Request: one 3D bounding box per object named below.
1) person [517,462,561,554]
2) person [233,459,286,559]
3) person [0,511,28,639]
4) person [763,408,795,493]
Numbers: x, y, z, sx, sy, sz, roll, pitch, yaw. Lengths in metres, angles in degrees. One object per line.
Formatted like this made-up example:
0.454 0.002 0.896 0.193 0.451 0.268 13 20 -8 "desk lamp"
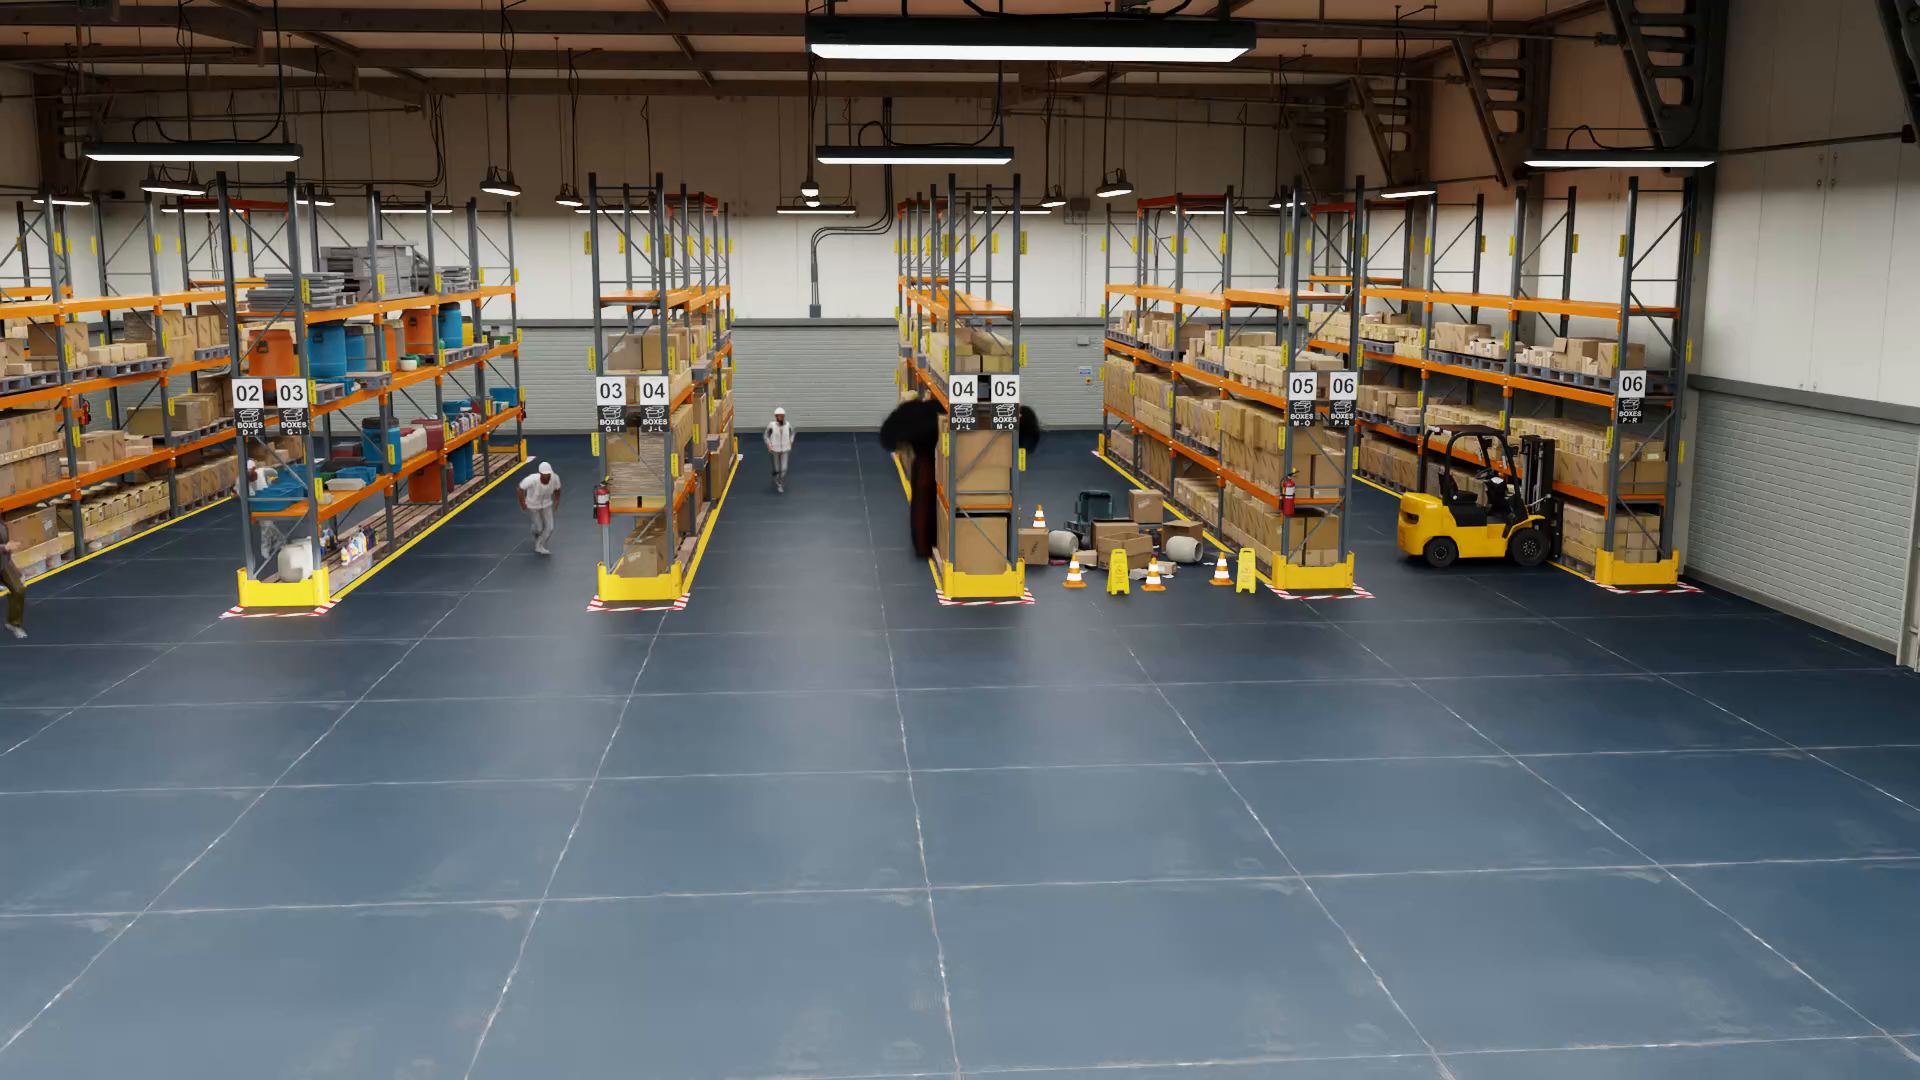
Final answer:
-6.916 -0.535 27.299 0.720 1.557 0.994 -6 12 -31 "person"
-11.427 -0.551 27.220 0.697 1.651 1.085 0 10 2 "person"
-12.415 0.392 21.378 0.933 1.846 0.658 3 10 15 "person"
-3.729 -1.874 34.408 0.668 1.733 0.663 -3 11 -18 "person"
